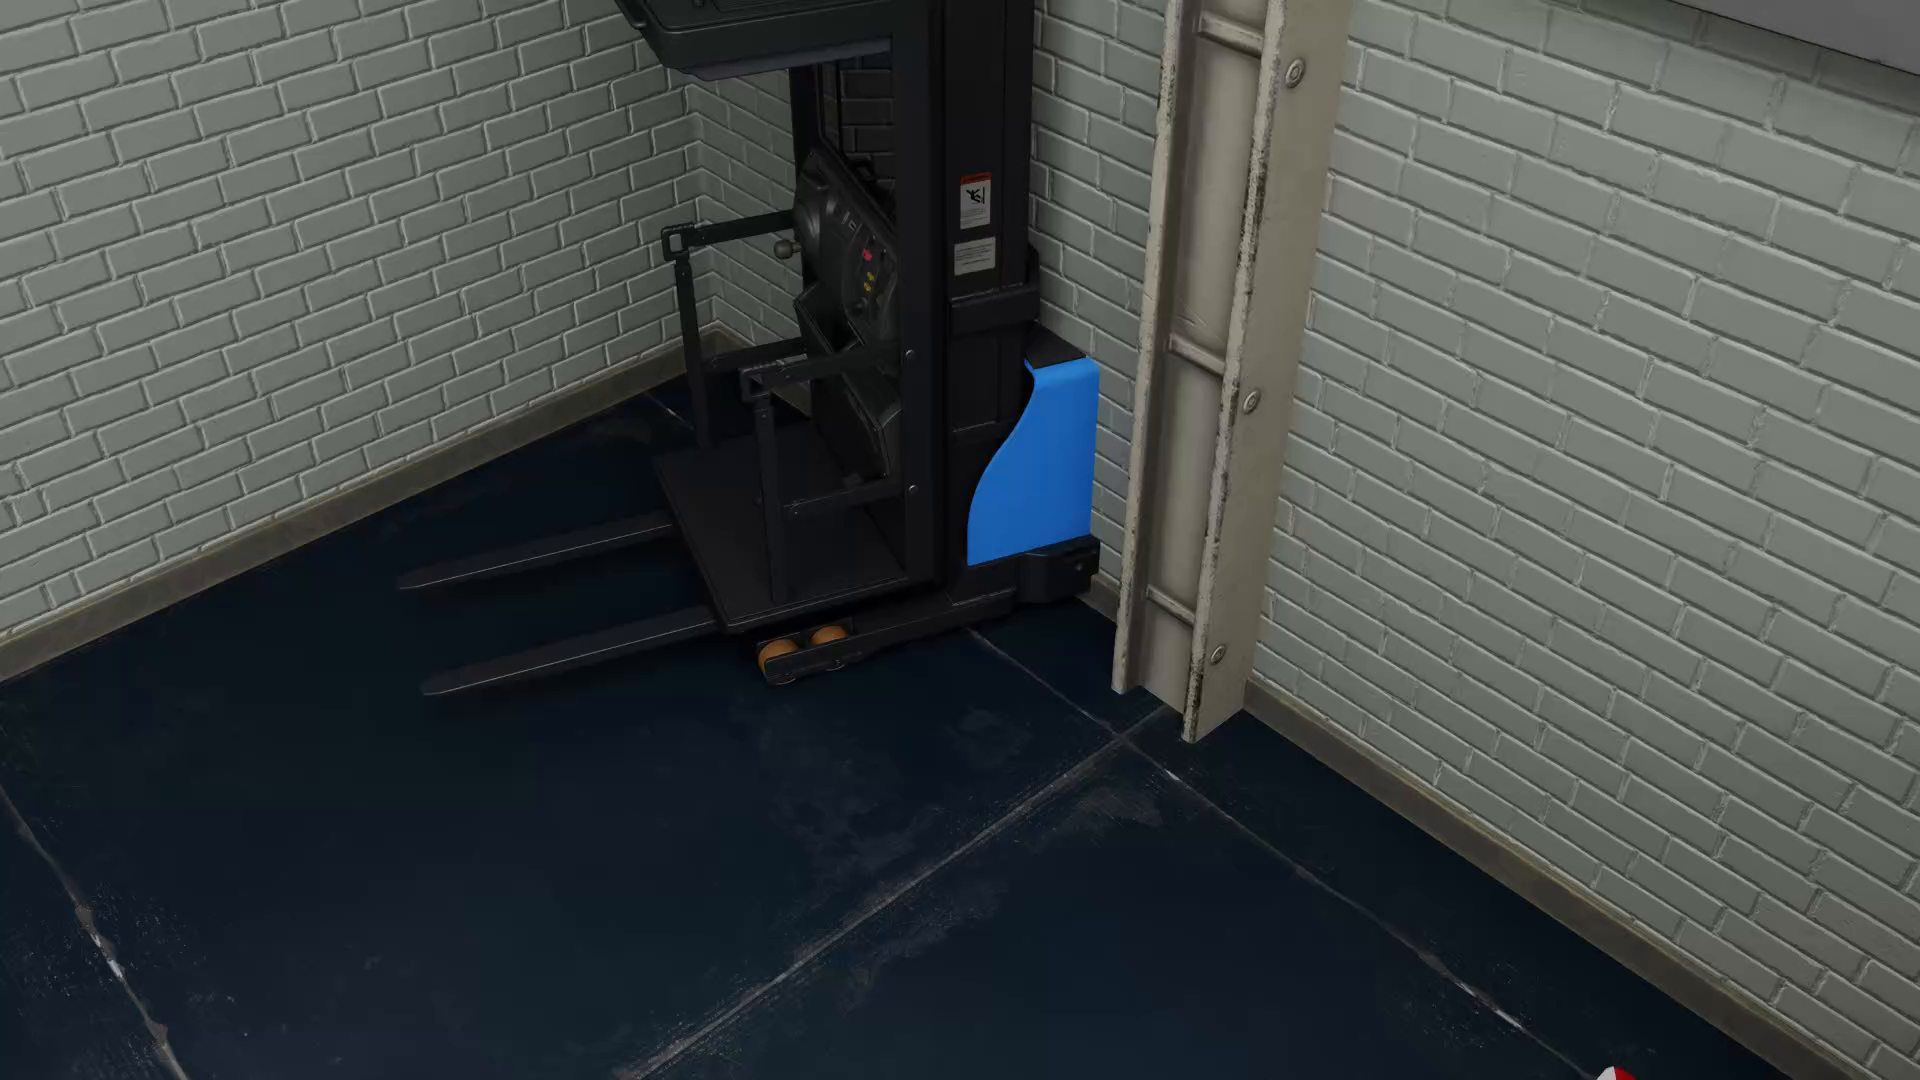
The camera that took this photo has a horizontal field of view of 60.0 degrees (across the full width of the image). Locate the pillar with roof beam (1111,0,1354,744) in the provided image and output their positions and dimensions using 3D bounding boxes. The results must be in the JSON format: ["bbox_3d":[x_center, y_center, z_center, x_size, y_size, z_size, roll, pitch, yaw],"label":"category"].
[{"bbox_3d":[-2.375,-1.107,0.959,9.100,9.000,0.400,-30,48,-32],"label":"pillar with roof beam"}]

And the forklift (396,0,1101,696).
[{"bbox_3d":[-0.582,-0.989,5.642,3.031,2.935,1.130,-15,41,-17],"label":"forklift"}]
